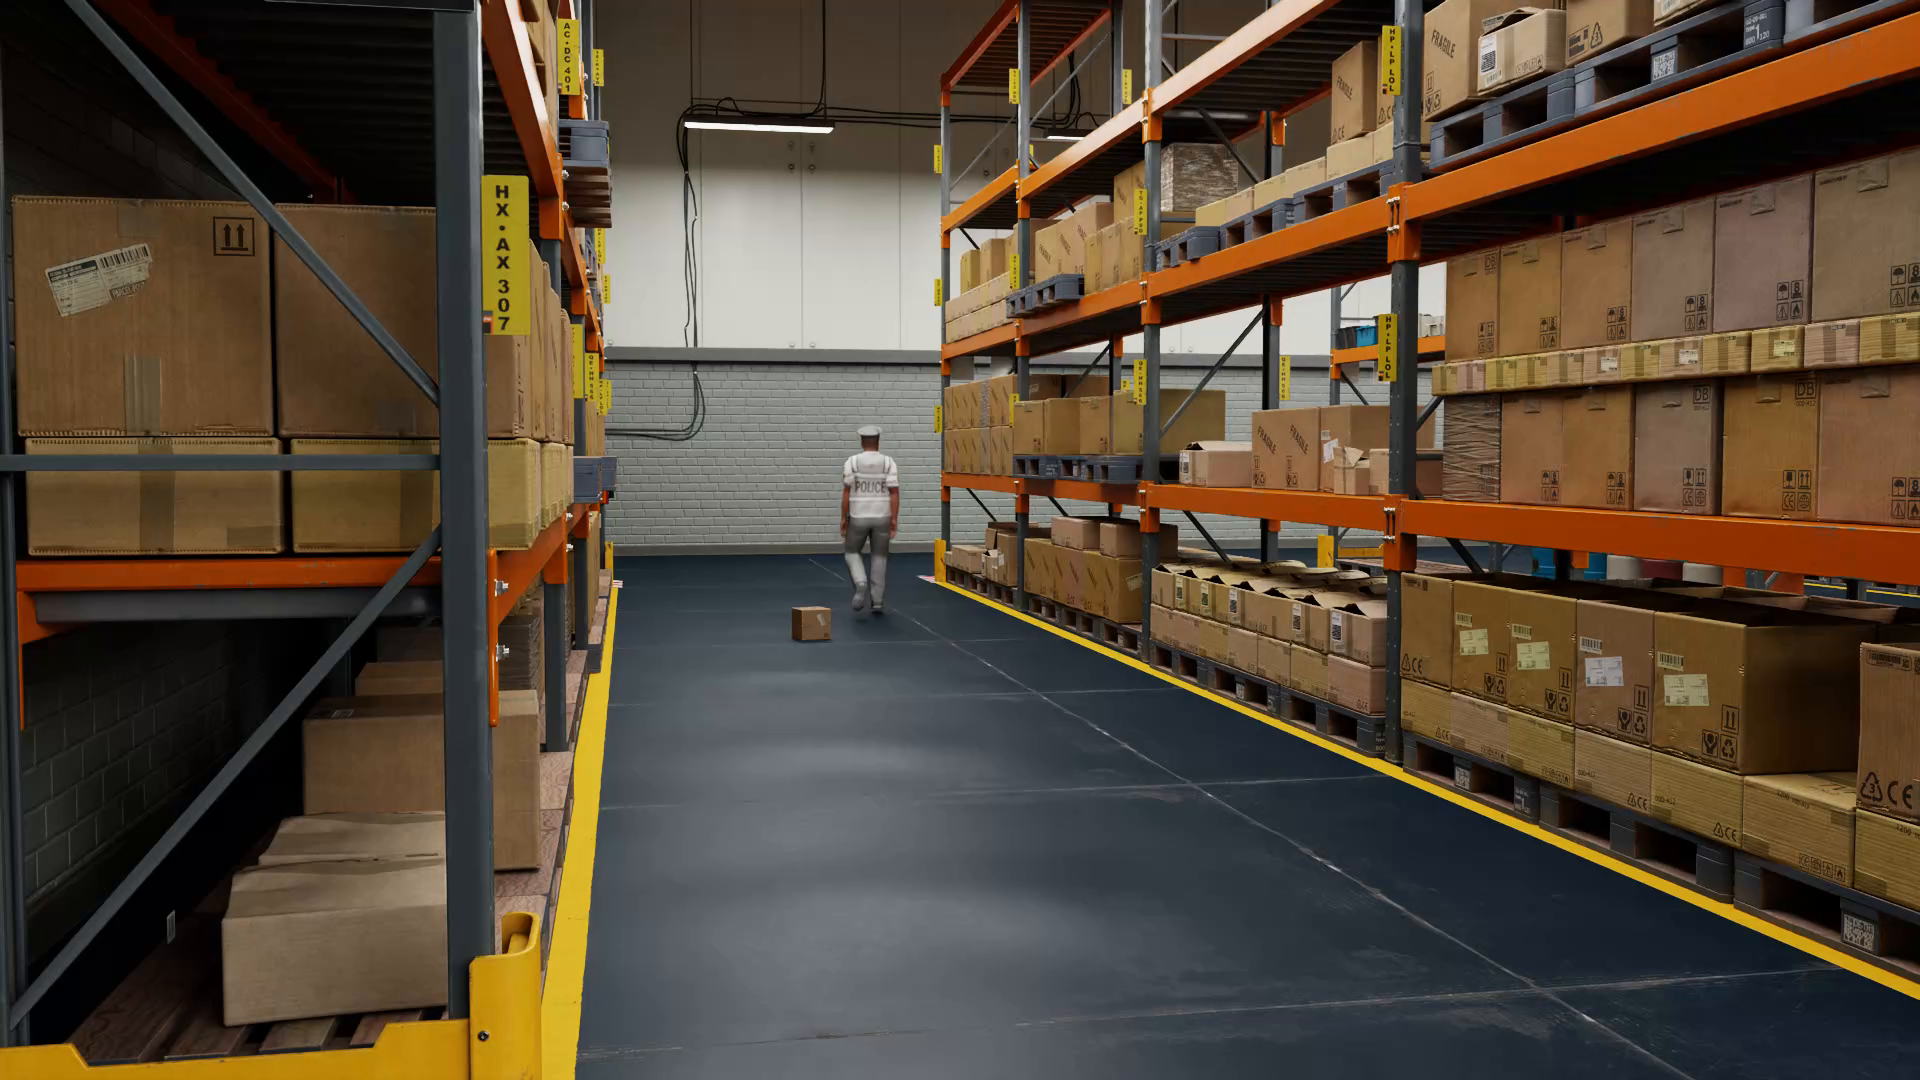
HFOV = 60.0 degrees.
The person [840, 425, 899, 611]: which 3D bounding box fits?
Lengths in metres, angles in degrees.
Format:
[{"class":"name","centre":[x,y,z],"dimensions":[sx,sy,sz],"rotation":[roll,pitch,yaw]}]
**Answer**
[{"class":"person","centre":[-0.867,-0.209,15.912],"dimensions":[0.567,1.775,0.491],"rotation":[0,3,-6]}]
